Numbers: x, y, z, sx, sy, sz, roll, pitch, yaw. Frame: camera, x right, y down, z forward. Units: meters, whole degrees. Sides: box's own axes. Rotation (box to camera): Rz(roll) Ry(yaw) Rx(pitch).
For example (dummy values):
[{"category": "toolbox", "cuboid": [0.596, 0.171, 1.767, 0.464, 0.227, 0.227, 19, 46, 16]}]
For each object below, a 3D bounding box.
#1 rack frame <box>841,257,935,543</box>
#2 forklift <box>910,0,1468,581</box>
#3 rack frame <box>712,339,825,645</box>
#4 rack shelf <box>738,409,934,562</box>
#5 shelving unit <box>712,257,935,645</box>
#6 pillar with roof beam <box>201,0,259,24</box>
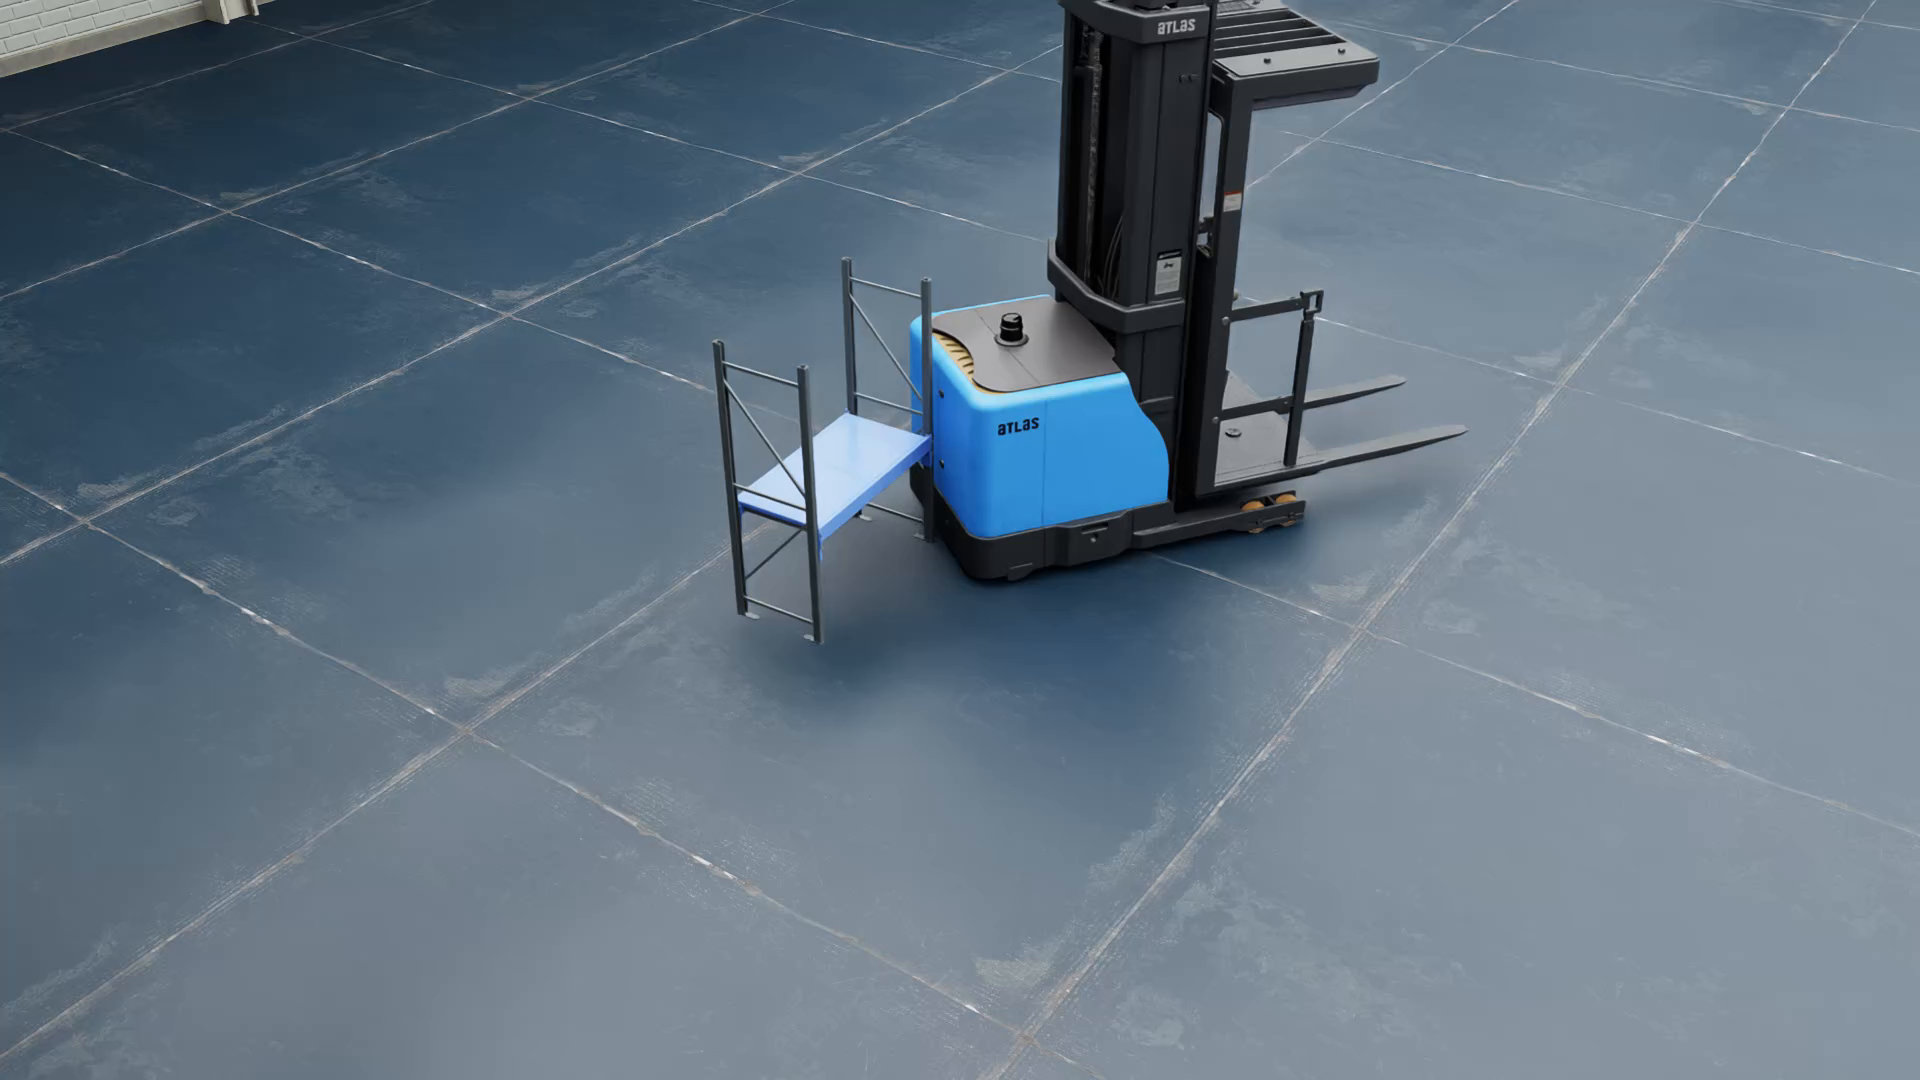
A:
[{"category": "rack frame", "cuboid": [-0.357, -0.682, 8.420, 0.500, 1.500, 0.032, 18, 38, 25]}, {"category": "forklift", "cuboid": [1.299, -1.515, 8.375, 3.031, 2.935, 1.130, -12, 36, -17]}, {"category": "rack frame", "cuboid": [-0.875, -0.192, 7.695, 0.500, 1.500, 0.032, 18, 38, 25]}, {"category": "rack shelf", "cuboid": [-0.616, -0.288, 8.158, 0.538, 0.185, 1.000, 18, 38, 25]}, {"category": "shelving unit", "cuboid": [-0.616, -0.437, 8.057, 0.538, 1.500, 1.048, 18, 38, 25]}, {"category": "pillar with roof beam", "cuboid": [-3.623, -7.506, 11.816, 9.100, 9.000, 0.400, 21, 39, 28]}]
